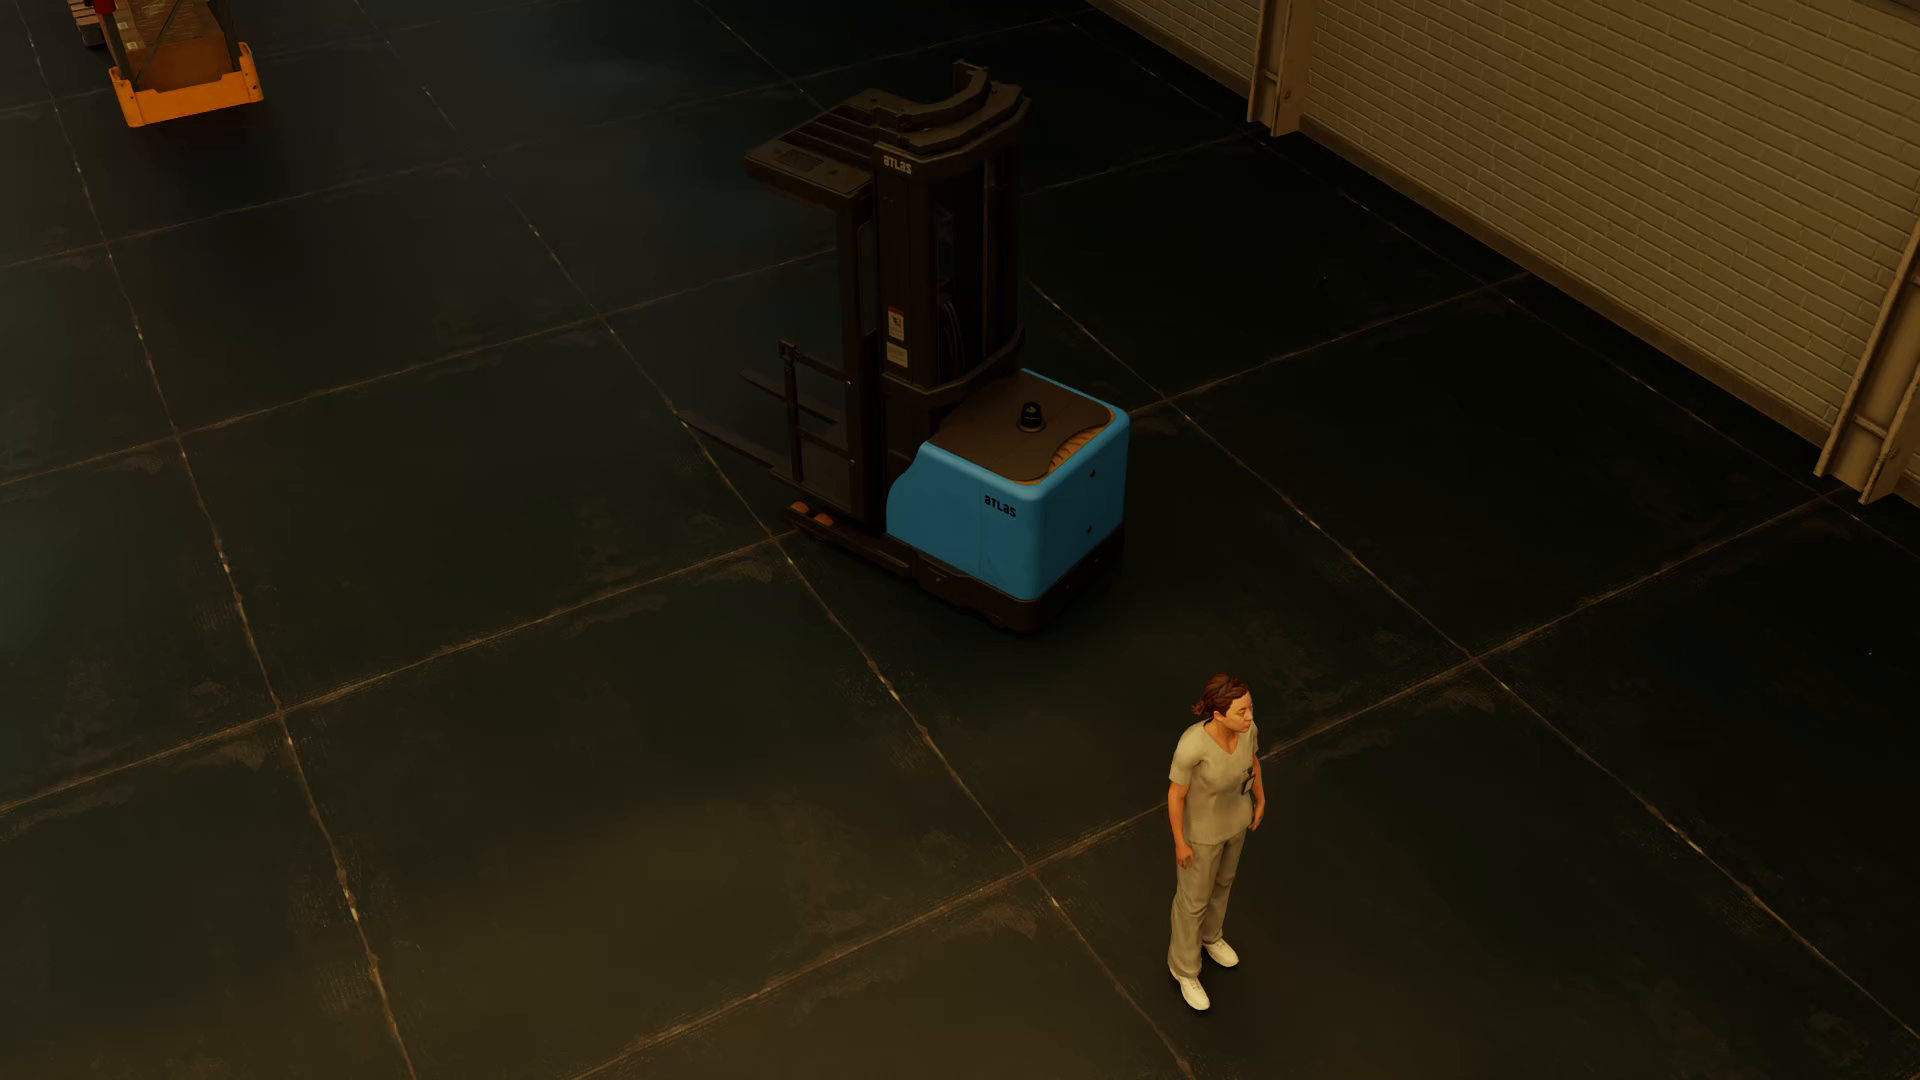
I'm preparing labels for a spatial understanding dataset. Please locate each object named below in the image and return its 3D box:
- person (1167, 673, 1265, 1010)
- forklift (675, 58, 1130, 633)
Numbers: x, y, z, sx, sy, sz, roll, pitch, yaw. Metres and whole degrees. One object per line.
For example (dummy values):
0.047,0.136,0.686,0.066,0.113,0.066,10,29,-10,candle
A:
1.173,1.313,7.426,0.550,1.676,0.550,-24,45,-26,person
-0.481,-1.366,9.683,3.031,2.935,1.130,26,46,28,forklift
